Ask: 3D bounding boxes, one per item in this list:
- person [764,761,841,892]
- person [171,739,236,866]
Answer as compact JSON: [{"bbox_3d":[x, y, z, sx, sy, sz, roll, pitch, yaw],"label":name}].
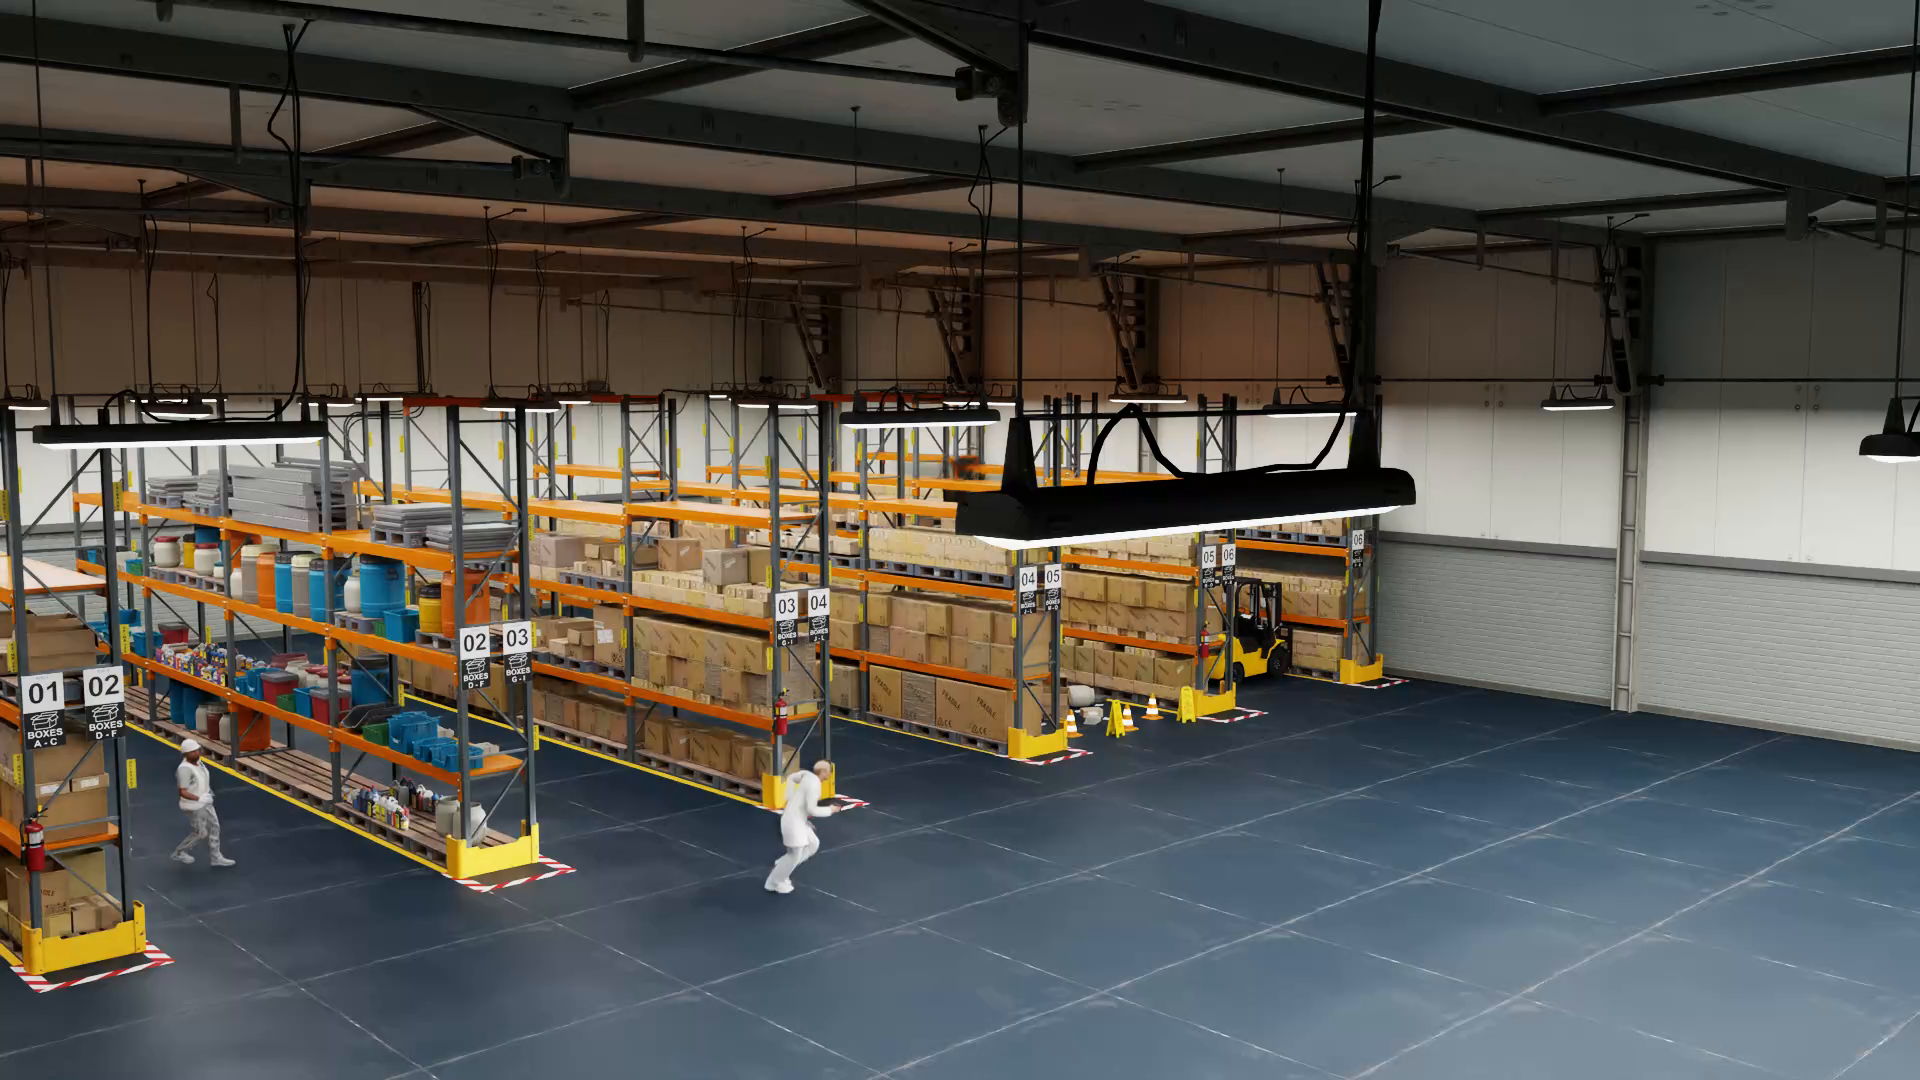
[{"bbox_3d":[-1.965,3.533,20.658,0.950,1.602,0.742,-1,6,-12],"label":"person"},{"bbox_3d":[-9.783,3.391,21.303,0.767,1.745,0.681,-1,6,-8],"label":"person"}]
